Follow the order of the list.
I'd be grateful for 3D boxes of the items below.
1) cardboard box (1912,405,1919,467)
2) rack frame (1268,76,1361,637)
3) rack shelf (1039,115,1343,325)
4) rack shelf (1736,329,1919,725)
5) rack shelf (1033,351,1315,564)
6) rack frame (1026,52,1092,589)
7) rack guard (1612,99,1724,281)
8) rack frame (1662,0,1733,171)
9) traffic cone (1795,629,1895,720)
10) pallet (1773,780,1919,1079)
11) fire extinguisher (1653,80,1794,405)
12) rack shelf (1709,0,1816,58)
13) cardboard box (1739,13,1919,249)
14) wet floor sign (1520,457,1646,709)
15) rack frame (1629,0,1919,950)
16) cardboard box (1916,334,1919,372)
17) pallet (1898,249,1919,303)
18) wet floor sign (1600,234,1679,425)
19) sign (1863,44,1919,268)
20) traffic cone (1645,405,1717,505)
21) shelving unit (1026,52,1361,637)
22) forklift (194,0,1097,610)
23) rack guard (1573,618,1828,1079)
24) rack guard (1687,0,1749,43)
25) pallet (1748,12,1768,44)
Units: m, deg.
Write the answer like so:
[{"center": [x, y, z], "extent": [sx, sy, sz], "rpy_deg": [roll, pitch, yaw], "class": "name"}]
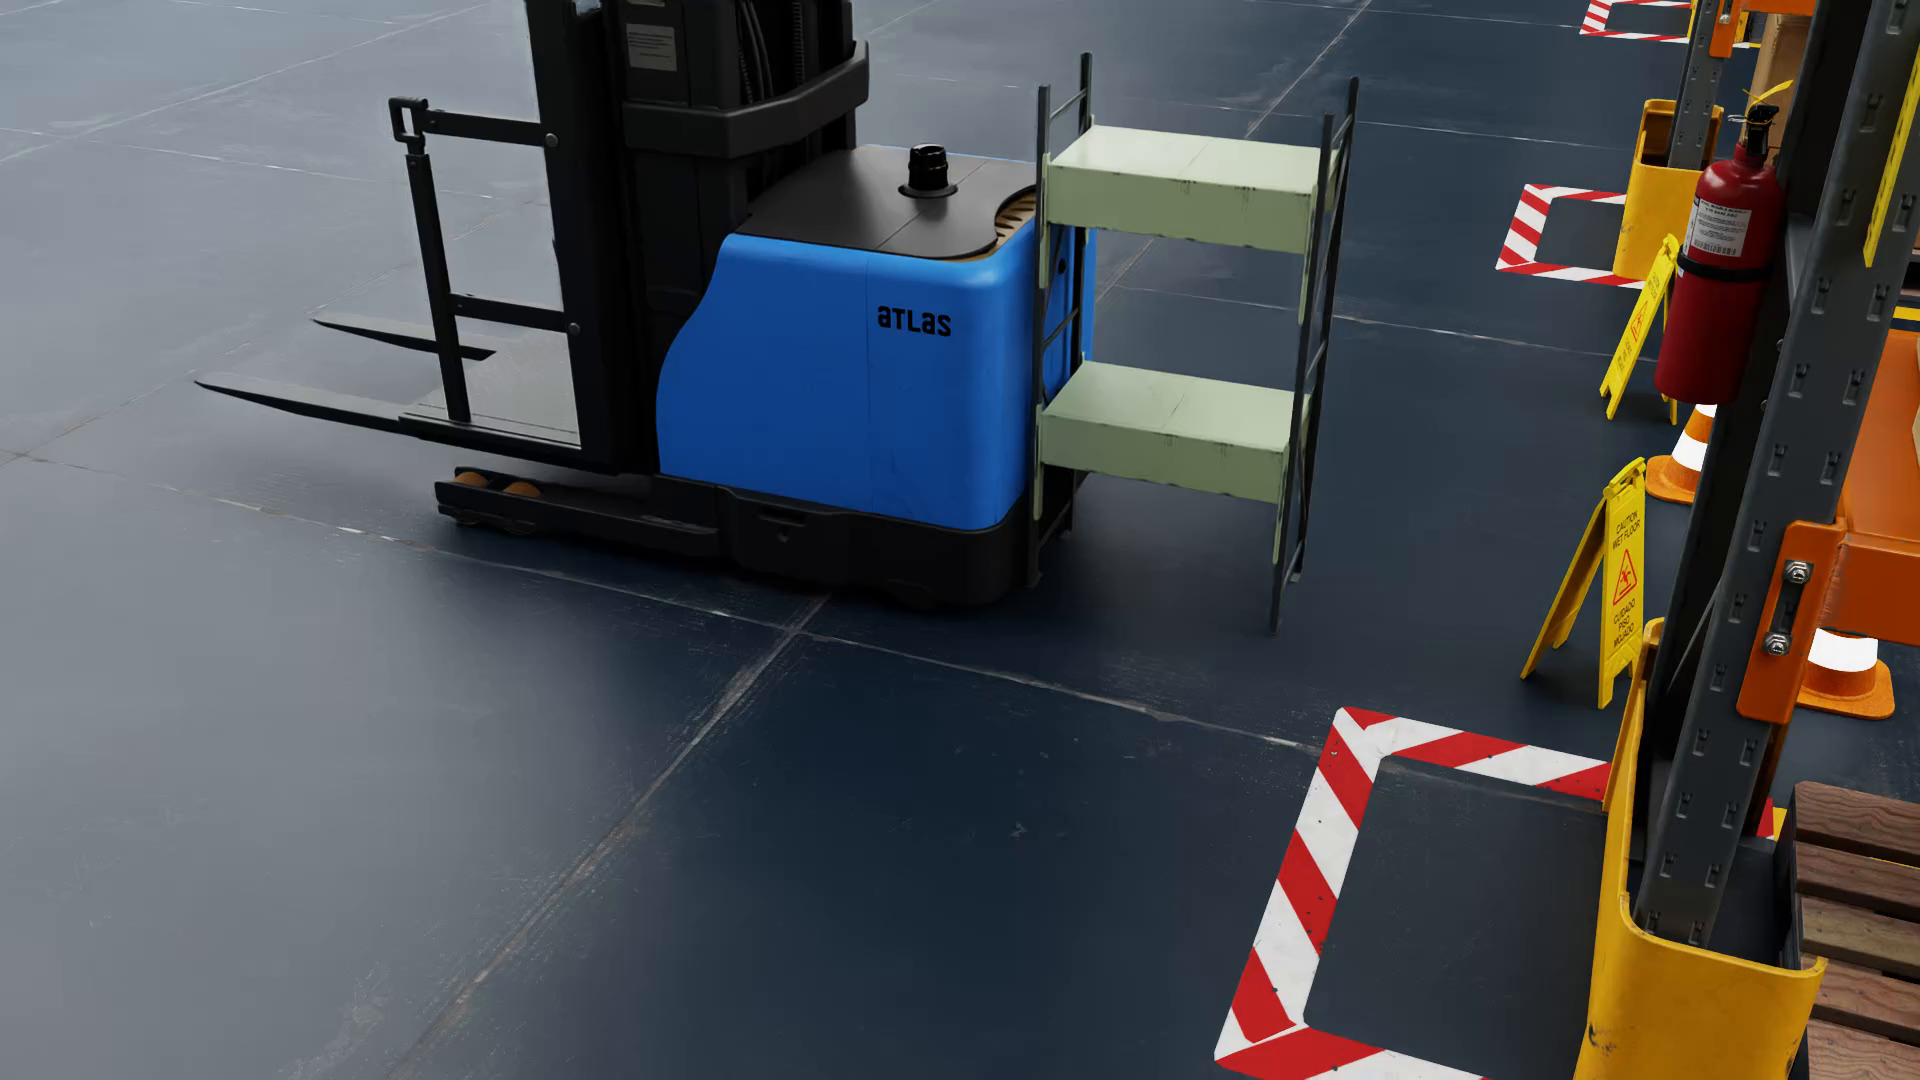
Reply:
[{"center": [1.729, -0.147, 2.717], "extent": [0.250, 0.149, 0.380], "rpy_deg": [11, 31, 19], "class": "cardboard box"}, {"center": [0.965, -0.469, 4.556], "extent": [0.023, 1.500, 0.400], "rpy_deg": [11, 31, 18], "class": "rack frame"}, {"center": [0.624, -0.874, 4.479], "extent": [0.720, 0.370, 0.431], "rpy_deg": [11, 31, 18], "class": "rack shelf"}, {"center": [3.345, 0.269, 2.456], "extent": [4.000, 0.370, 1.077], "rpy_deg": [11, 31, 19], "class": "rack shelf"}, {"center": [0.624, -0.251, 4.832], "extent": [0.720, 0.370, 0.431], "rpy_deg": [11, 31, 18], "class": "rack shelf"}, {"center": [0.283, -0.599, 4.786], "extent": [0.023, 1.500, 0.400], "rpy_deg": [11, 31, 18], "class": "rack frame"}, {"center": [3.237, -1.606, 7.583], "extent": [0.348, 0.500, 1.175], "rpy_deg": [11, 31, 19], "class": "rack guard"}, {"center": [3.259, -2.689, 6.960], "extent": [0.127, 3.000, 1.000], "rpy_deg": [11, 31, 19], "class": "rack frame"}, {"center": [2.375, 0.182, 4.458], "extent": [0.334, 0.463, 0.336], "rpy_deg": [11, 31, 19], "class": "traffic cone"}, {"center": [2.302, 0.981, 3.300], "extent": [1.213, 0.211, 1.003], "rpy_deg": [11, 31, 19], "class": "pallet"}, {"center": [1.559, -0.611, 3.362], "extent": [0.183, 0.674, 0.296], "rpy_deg": [11, 31, 19], "class": "fire extinguisher"}, {"center": [5.112, -2.006, 6.482], "extent": [4.000, 0.370, 1.077], "rpy_deg": [11, 31, 19], "class": "rack shelf"}, {"center": [3.912, -1.852, 7.211], "extent": [0.875, 0.875, 0.875], "rpy_deg": [11, 31, 19], "class": "cardboard box"}, {"center": [1.718, 0.088, 4.438], "extent": [0.232, 0.644, 0.267], "rpy_deg": [24, 37, 36], "class": "wet floor sign"}, {"center": [1.492, -0.414, 2.934], "extent": [0.127, 3.000, 1.000], "rpy_deg": [11, 31, 19], "class": "rack frame"}, {"center": [1.919, -0.333, 3.046], "extent": [0.250, 0.149, 0.380], "rpy_deg": [12, 32, 21], "class": "cardboard box"}, {"center": [4.029, -1.363, 7.447], "extent": [1.213, 0.211, 1.003], "rpy_deg": [11, 31, 19], "class": "pallet"}, {"center": [2.488, -0.767, 5.951], "extent": [0.232, 0.644, 0.267], "rpy_deg": [6, 30, 11], "class": "wet floor sign"}, {"center": [1.288, -0.543, 2.283], "extent": [0.005, 0.325, 0.100], "rpy_deg": [11, 31, 19], "class": "sign"}, {"center": [2.477, -0.387, 5.464], "extent": [0.334, 0.463, 0.336], "rpy_deg": [11, 31, 19], "class": "traffic cone"}, {"center": [0.624, -0.534, 4.671], "extent": [0.755, 1.500, 0.431], "rpy_deg": [11, 31, 18], "class": "shelving unit"}, {"center": [-1.132, -1.519, 4.959], "extent": [3.031, 2.935, 1.130], "rpy_deg": [11, 31, 18], "class": "forklift"}, {"center": [1.562, 0.688, 3.524], "extent": [0.348, 0.500, 1.175], "rpy_deg": [11, 31, 19], "class": "rack guard"}, {"center": [5.288, -3.830, 11.518], "extent": [0.348, 0.500, 1.175], "rpy_deg": [11, 31, 19], "class": "rack guard"}, {"center": [6.028, -3.538, 11.295], "extent": [1.213, 0.211, 1.003], "rpy_deg": [11, 31, 19], "class": "pallet"}]
